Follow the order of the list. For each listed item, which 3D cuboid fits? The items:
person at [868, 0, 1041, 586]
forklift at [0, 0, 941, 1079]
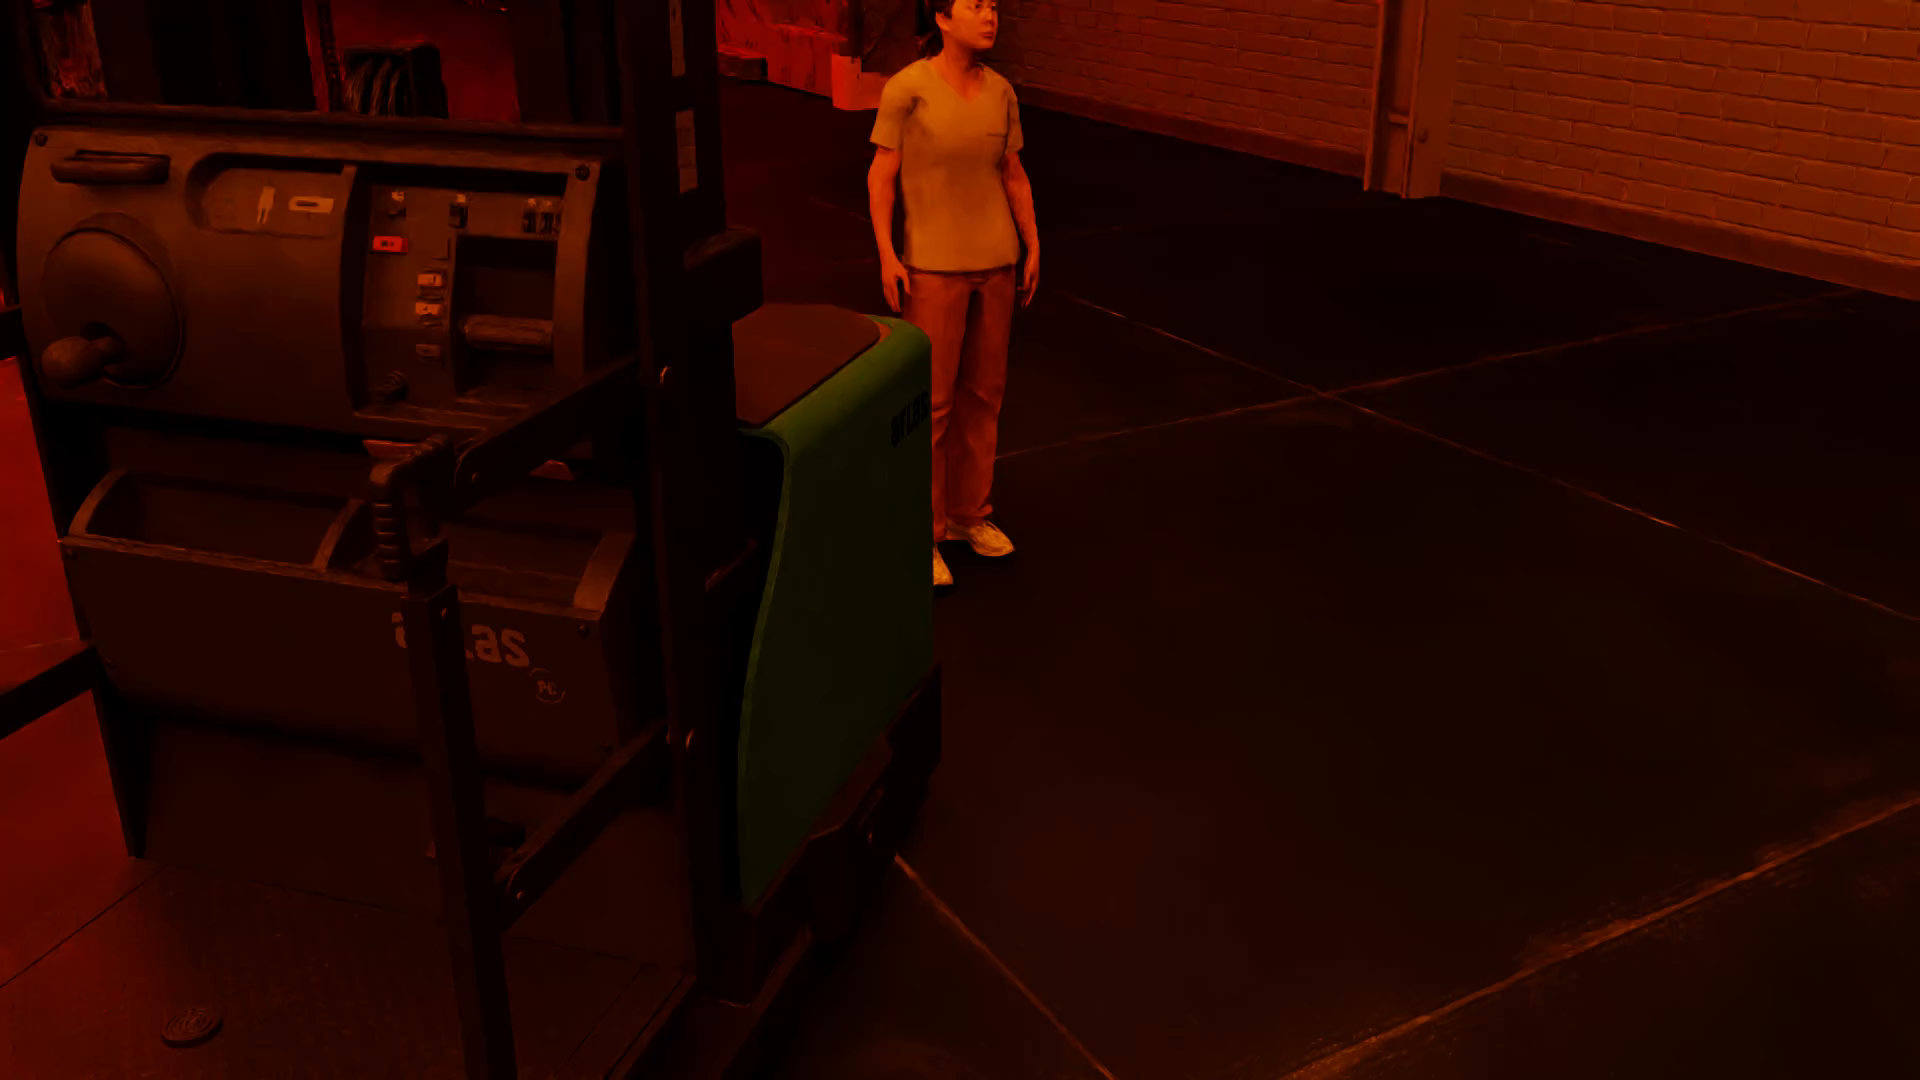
[{"bbox_3d":[0.028,-0.756,4.749,0.554,1.674,0.548,-12,25,-28],"label":"person"},{"bbox_3d":[-0.979,-0.344,2.112,1.130,2.935,3.031,7,23,16],"label":"forklift"}]
